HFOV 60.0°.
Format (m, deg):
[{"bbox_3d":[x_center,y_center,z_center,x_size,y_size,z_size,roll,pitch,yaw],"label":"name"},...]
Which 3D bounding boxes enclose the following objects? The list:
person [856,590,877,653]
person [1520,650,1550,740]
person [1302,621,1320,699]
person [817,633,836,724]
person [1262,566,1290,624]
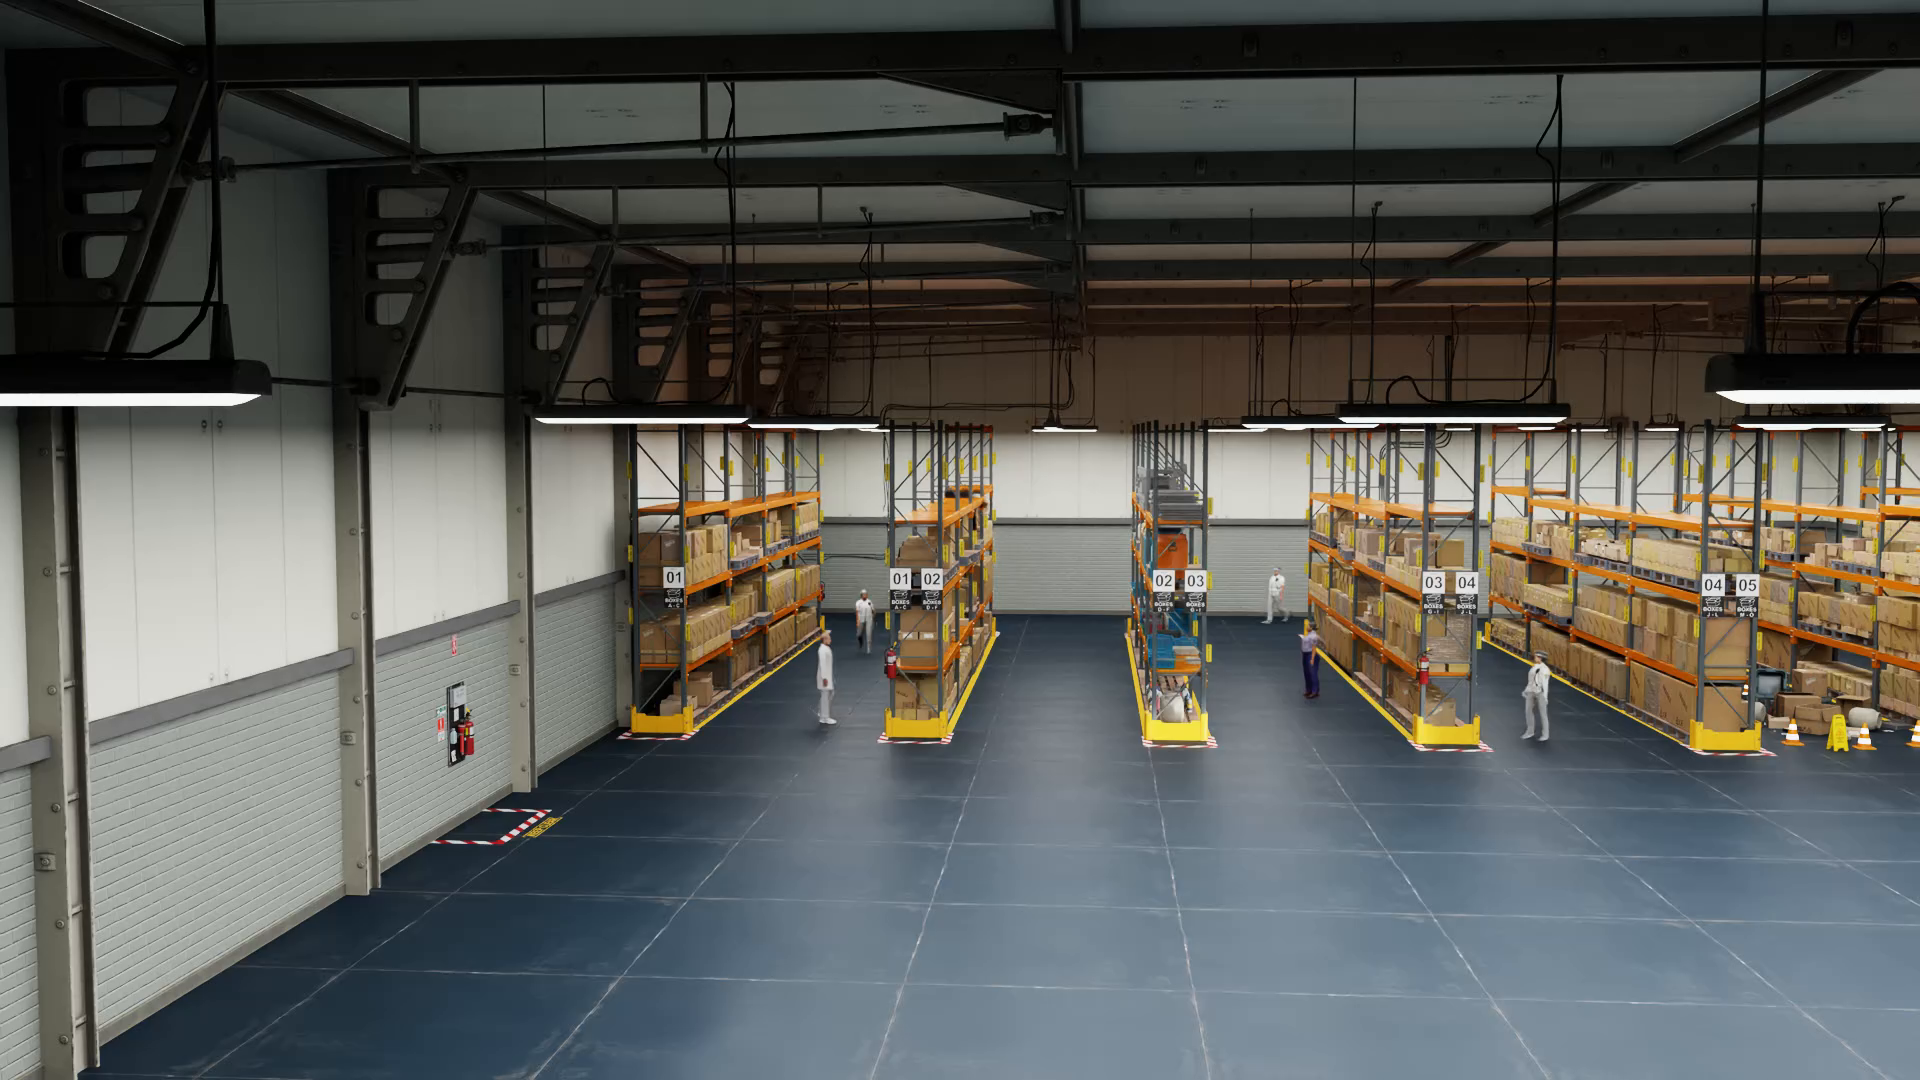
[{"bbox_3d":[-2.433,2.113,43.332,0.553,1.635,0.629,0,4,3],"label":"person"},{"bbox_3d":[10.806,2.910,31.241,0.404,1.721,0.610,-2,4,-27],"label":"person"},{"bbox_3d":[7.659,2.612,36.347,0.376,1.644,0.537,-1,4,-15],"label":"person"},{"bbox_3d":[-2.654,2.779,33.102,0.412,1.867,0.678,0,4,2],"label":"person"},{"bbox_3d":[9.606,1.658,50.443,0.928,1.743,0.562,-3,5,-42],"label":"person"}]
